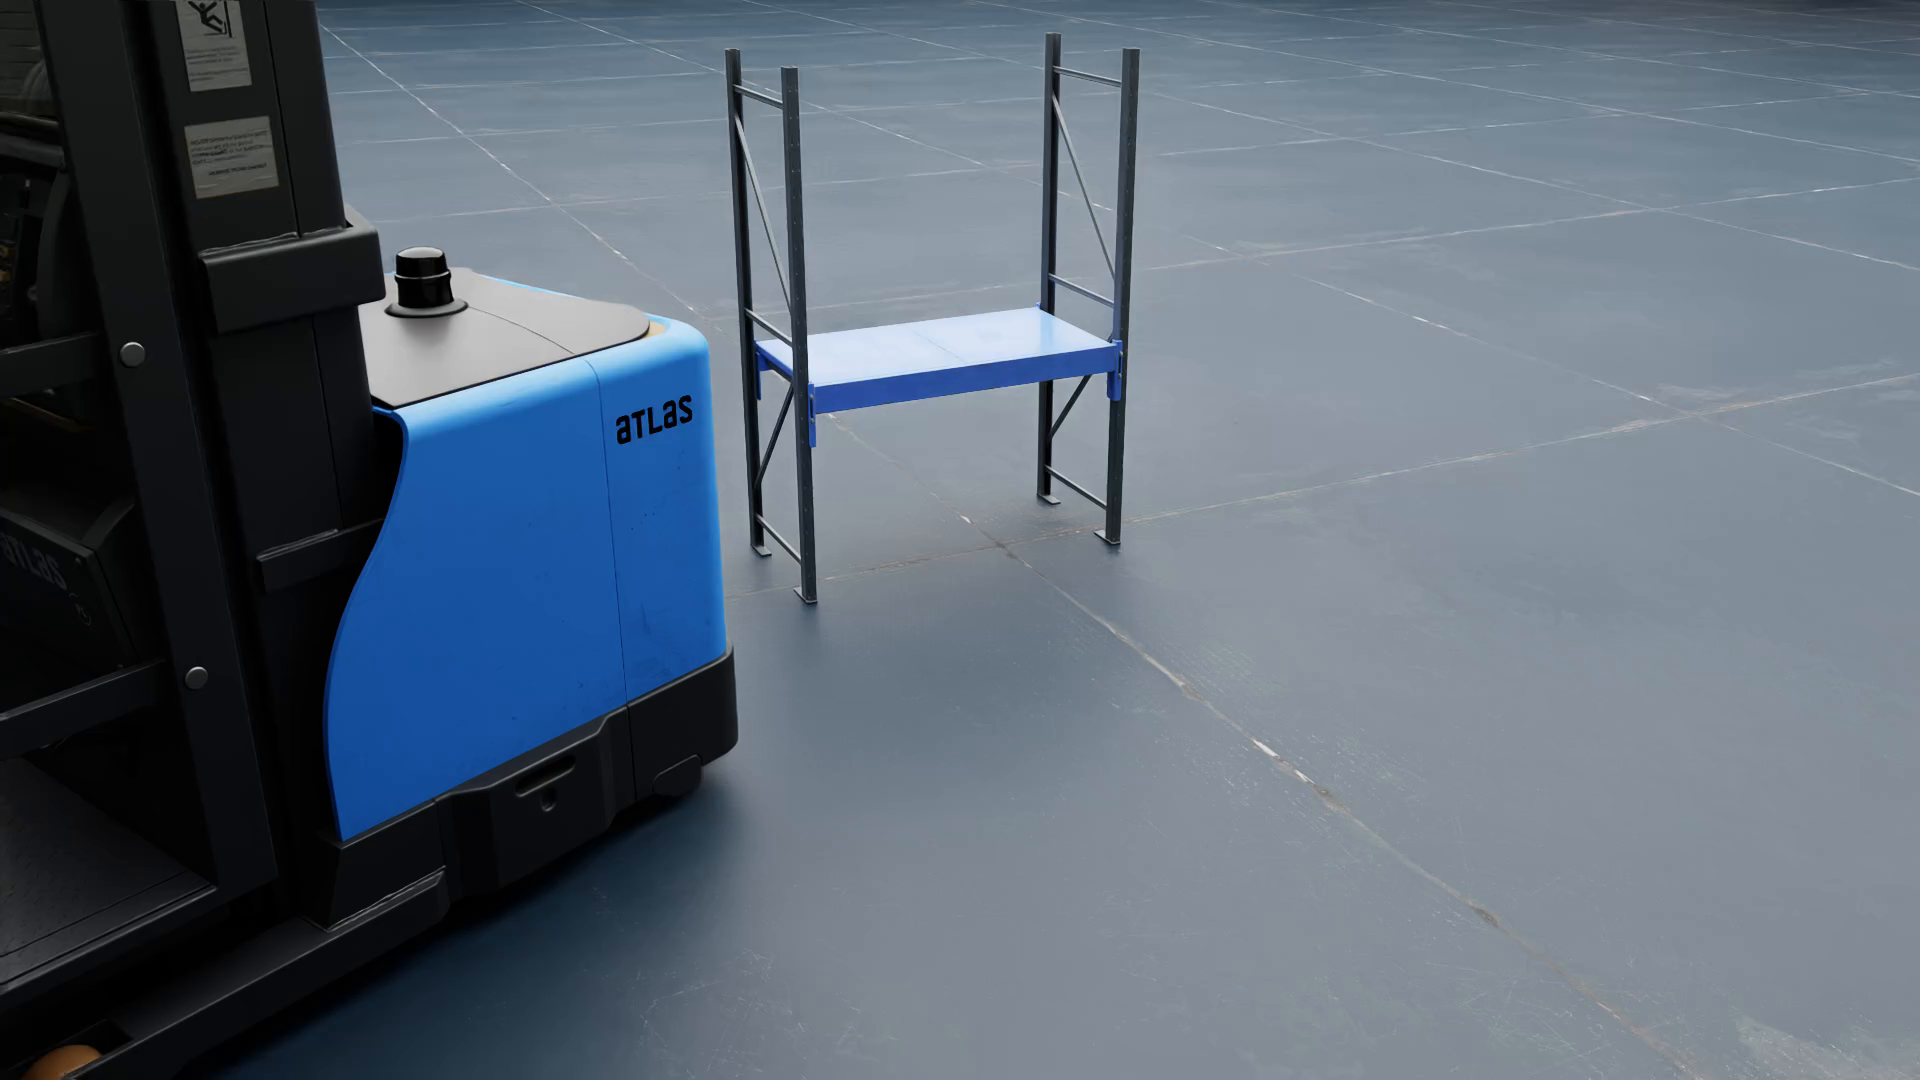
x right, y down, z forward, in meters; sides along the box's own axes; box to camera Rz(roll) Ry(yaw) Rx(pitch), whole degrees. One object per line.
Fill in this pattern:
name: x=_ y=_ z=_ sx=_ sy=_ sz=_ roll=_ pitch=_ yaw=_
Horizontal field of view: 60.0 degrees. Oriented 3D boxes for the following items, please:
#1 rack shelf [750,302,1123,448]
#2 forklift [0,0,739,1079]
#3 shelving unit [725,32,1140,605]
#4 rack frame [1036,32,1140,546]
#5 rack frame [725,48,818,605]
rack shelf: x=-0.077 y=-0.513 z=4.998 sx=1.000 sy=0.185 sz=0.538 roll=-10 pitch=25 yaw=-24
forklift: x=-1.827 y=-0.490 z=2.602 sx=1.130 sy=2.935 sz=3.031 roll=17 pitch=28 yaw=35
shelving unit: x=-0.077 y=-0.679 z=4.929 sx=1.048 sy=1.500 sz=0.538 roll=-10 pitch=25 yaw=-24
rack frame: x=0.381 y=-0.763 z=5.133 sx=0.032 sy=1.500 sz=0.500 roll=-10 pitch=25 yaw=-24
rack frame: x=-0.535 y=-0.594 z=4.725 sx=0.032 sy=1.500 sz=0.500 roll=-10 pitch=25 yaw=-24
